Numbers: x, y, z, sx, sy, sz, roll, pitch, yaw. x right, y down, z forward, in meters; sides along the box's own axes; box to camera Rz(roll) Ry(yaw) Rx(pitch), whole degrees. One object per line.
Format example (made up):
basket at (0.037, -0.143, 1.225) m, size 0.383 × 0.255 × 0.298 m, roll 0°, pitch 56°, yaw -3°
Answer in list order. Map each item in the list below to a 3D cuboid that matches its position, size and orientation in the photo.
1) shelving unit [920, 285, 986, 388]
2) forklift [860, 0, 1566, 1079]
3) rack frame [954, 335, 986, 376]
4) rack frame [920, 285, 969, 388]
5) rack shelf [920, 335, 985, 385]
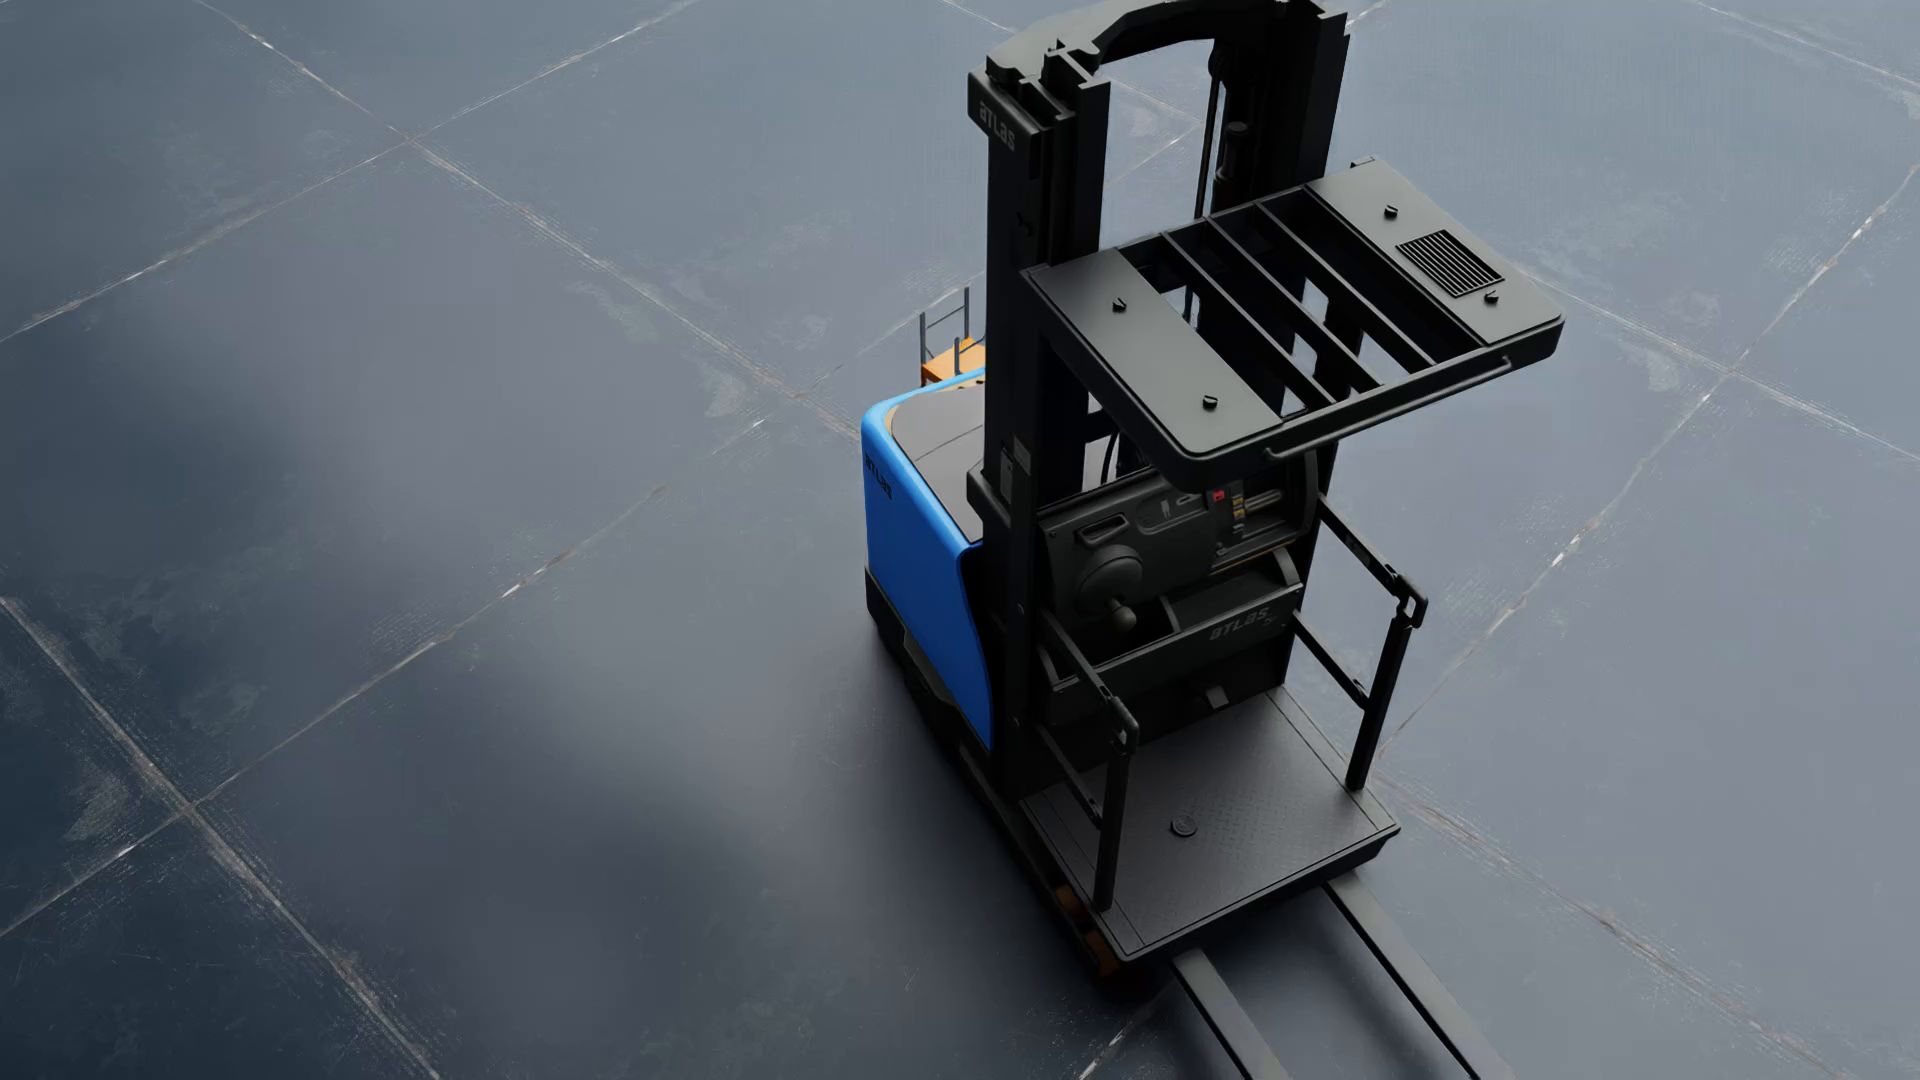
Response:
shelving unit at (0.007, -0.412, 6.422) m, size 0.258 × 1.200 × 0.189 m, roll -34°, pitch 56°, yaw -28°
forklift at (0.765, 0.060, 4.791) m, size 1.130 × 2.935 × 3.031 m, roll -21°, pitch 50°, yaw -19°
rack frame at (0.070, -0.363, 6.376) m, size 0.240 × 1.200 × 0.006 m, roll -34°, pitch 56°, yaw -28°
rack frame at (-0.055, -0.460, 6.468) m, size 0.240 × 1.200 × 0.006 m, roll -34°, pitch 56°, yaw -28°
rack shelf at (0.007, -0.628, 6.192) m, size 0.258 × 0.103 × 0.180 m, roll -34°, pitch 56°, yaw -28°
